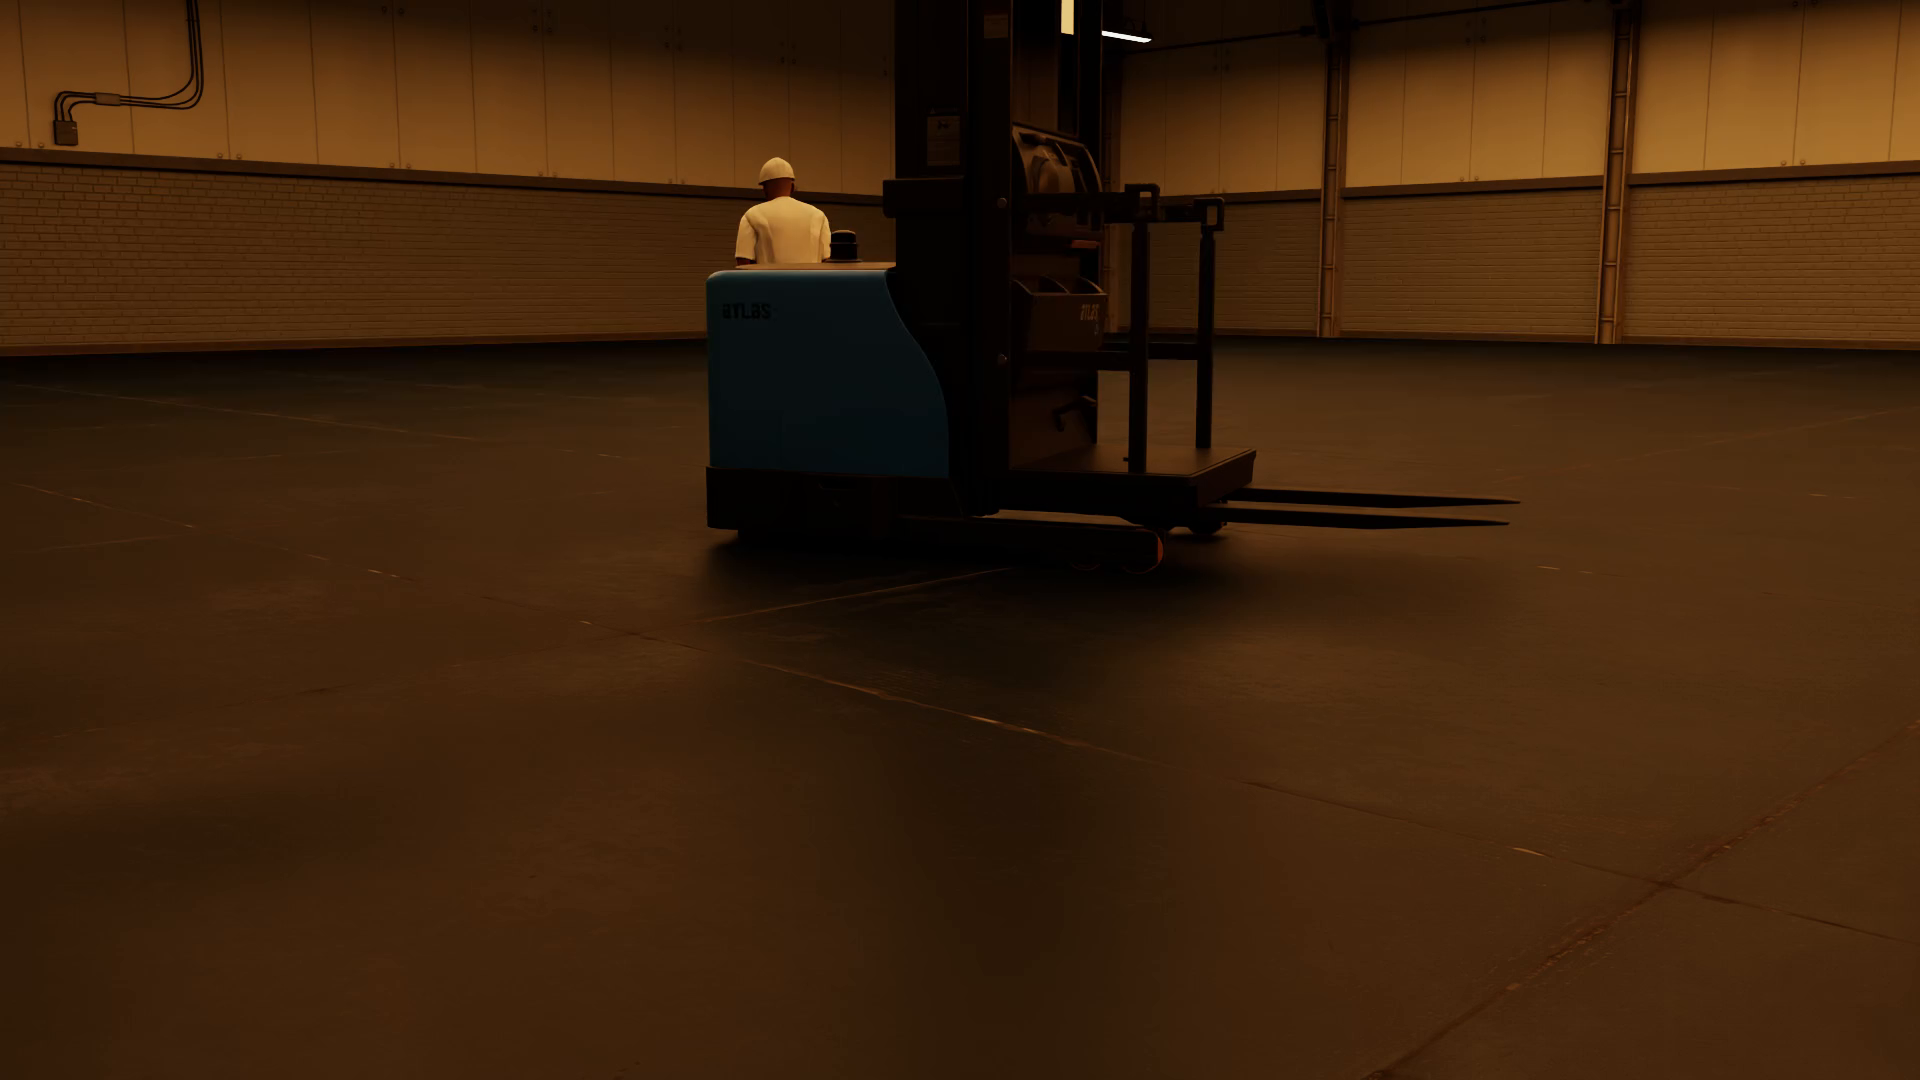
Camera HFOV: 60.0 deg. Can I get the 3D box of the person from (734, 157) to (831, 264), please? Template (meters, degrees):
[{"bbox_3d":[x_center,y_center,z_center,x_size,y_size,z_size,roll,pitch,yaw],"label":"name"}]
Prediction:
[{"bbox_3d":[-1.022,-1.340,9.726,0.608,1.757,0.454,-3,9,-18],"label":"person"}]

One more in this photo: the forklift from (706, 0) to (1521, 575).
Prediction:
[{"bbox_3d":[0.565,-1.416,6.275,3.031,2.935,1.130,3,9,22],"label":"forklift"}]
